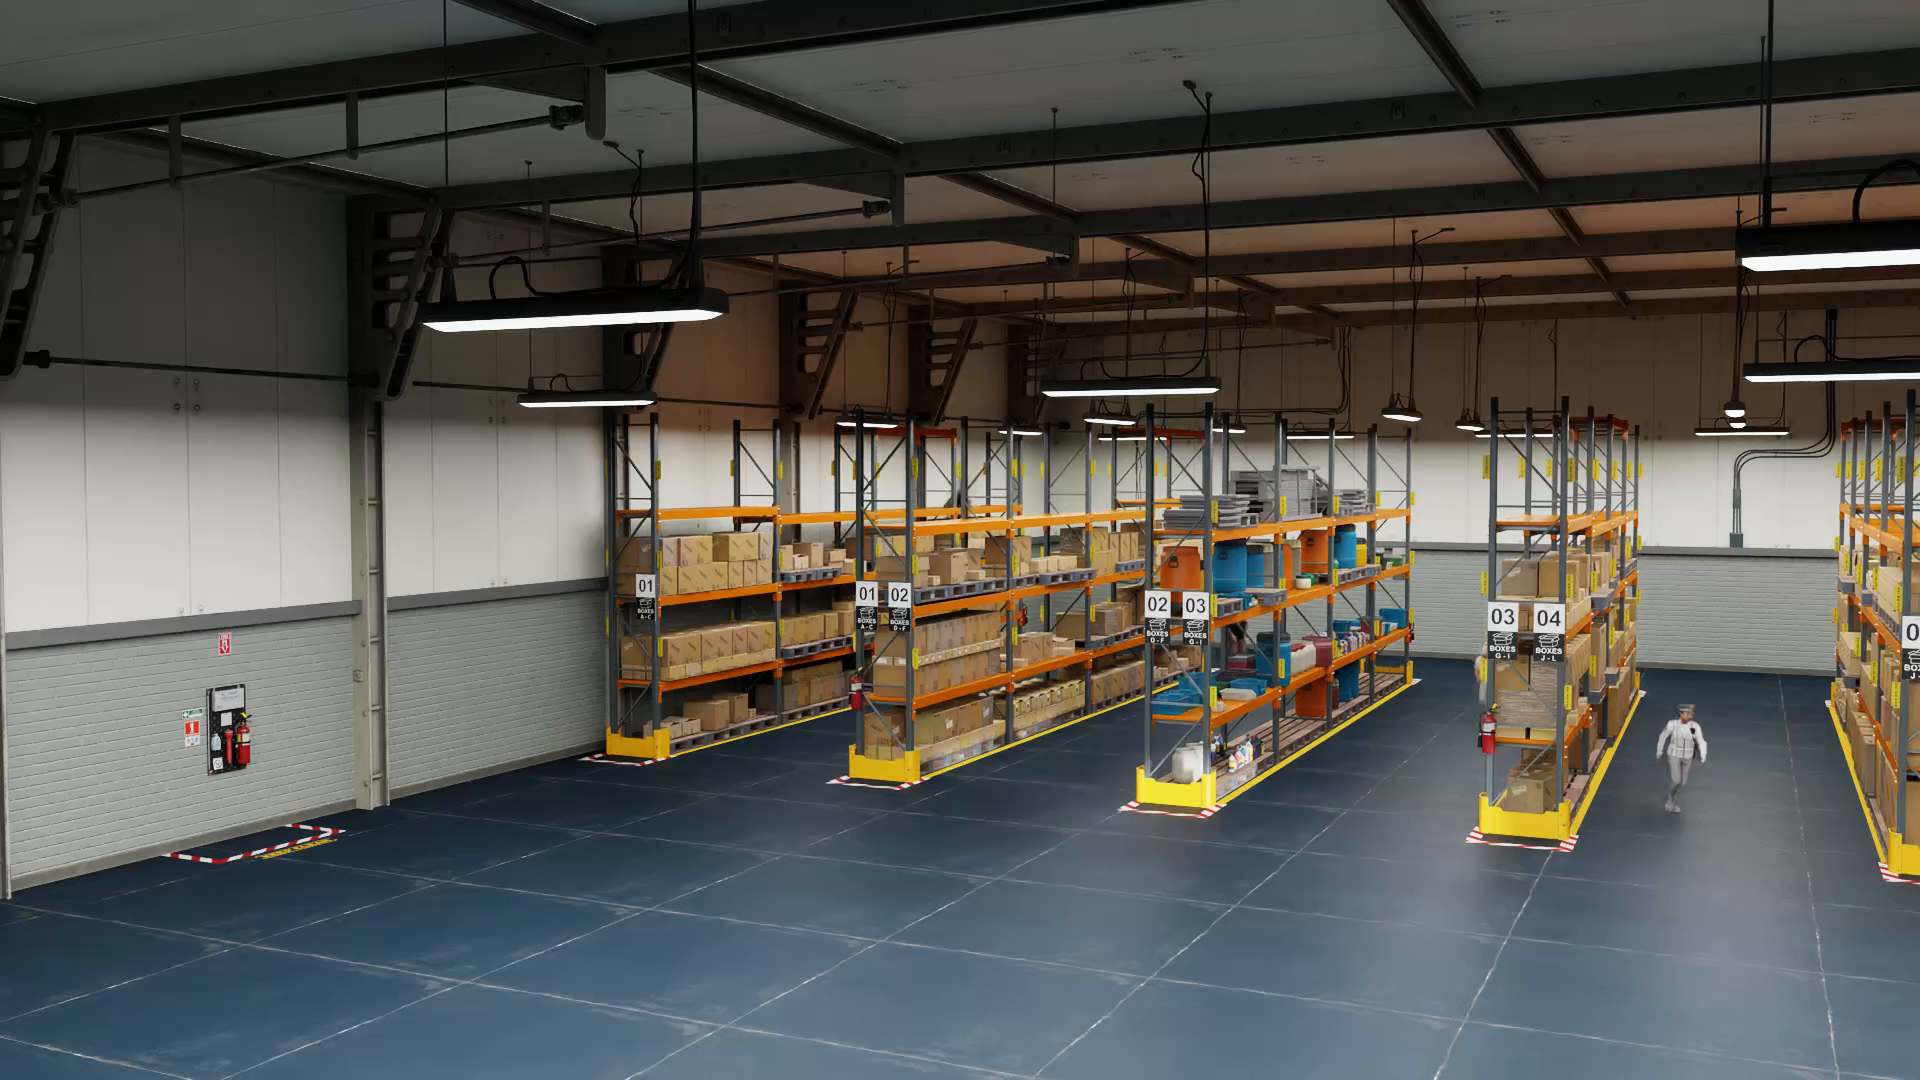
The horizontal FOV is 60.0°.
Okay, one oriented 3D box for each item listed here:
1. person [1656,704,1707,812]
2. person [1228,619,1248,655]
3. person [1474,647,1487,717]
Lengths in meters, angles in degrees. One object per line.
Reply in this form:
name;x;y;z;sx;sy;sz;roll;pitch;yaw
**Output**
person;10.475;3.165;24.052;0.570;1.620;0.761;0;2;5
person;6.912;2.434;41.560;0.652;1.633;0.589;-1;2;-12
person;10.630;2.860;33.303;0.628;1.499;0.851;2;3;33
